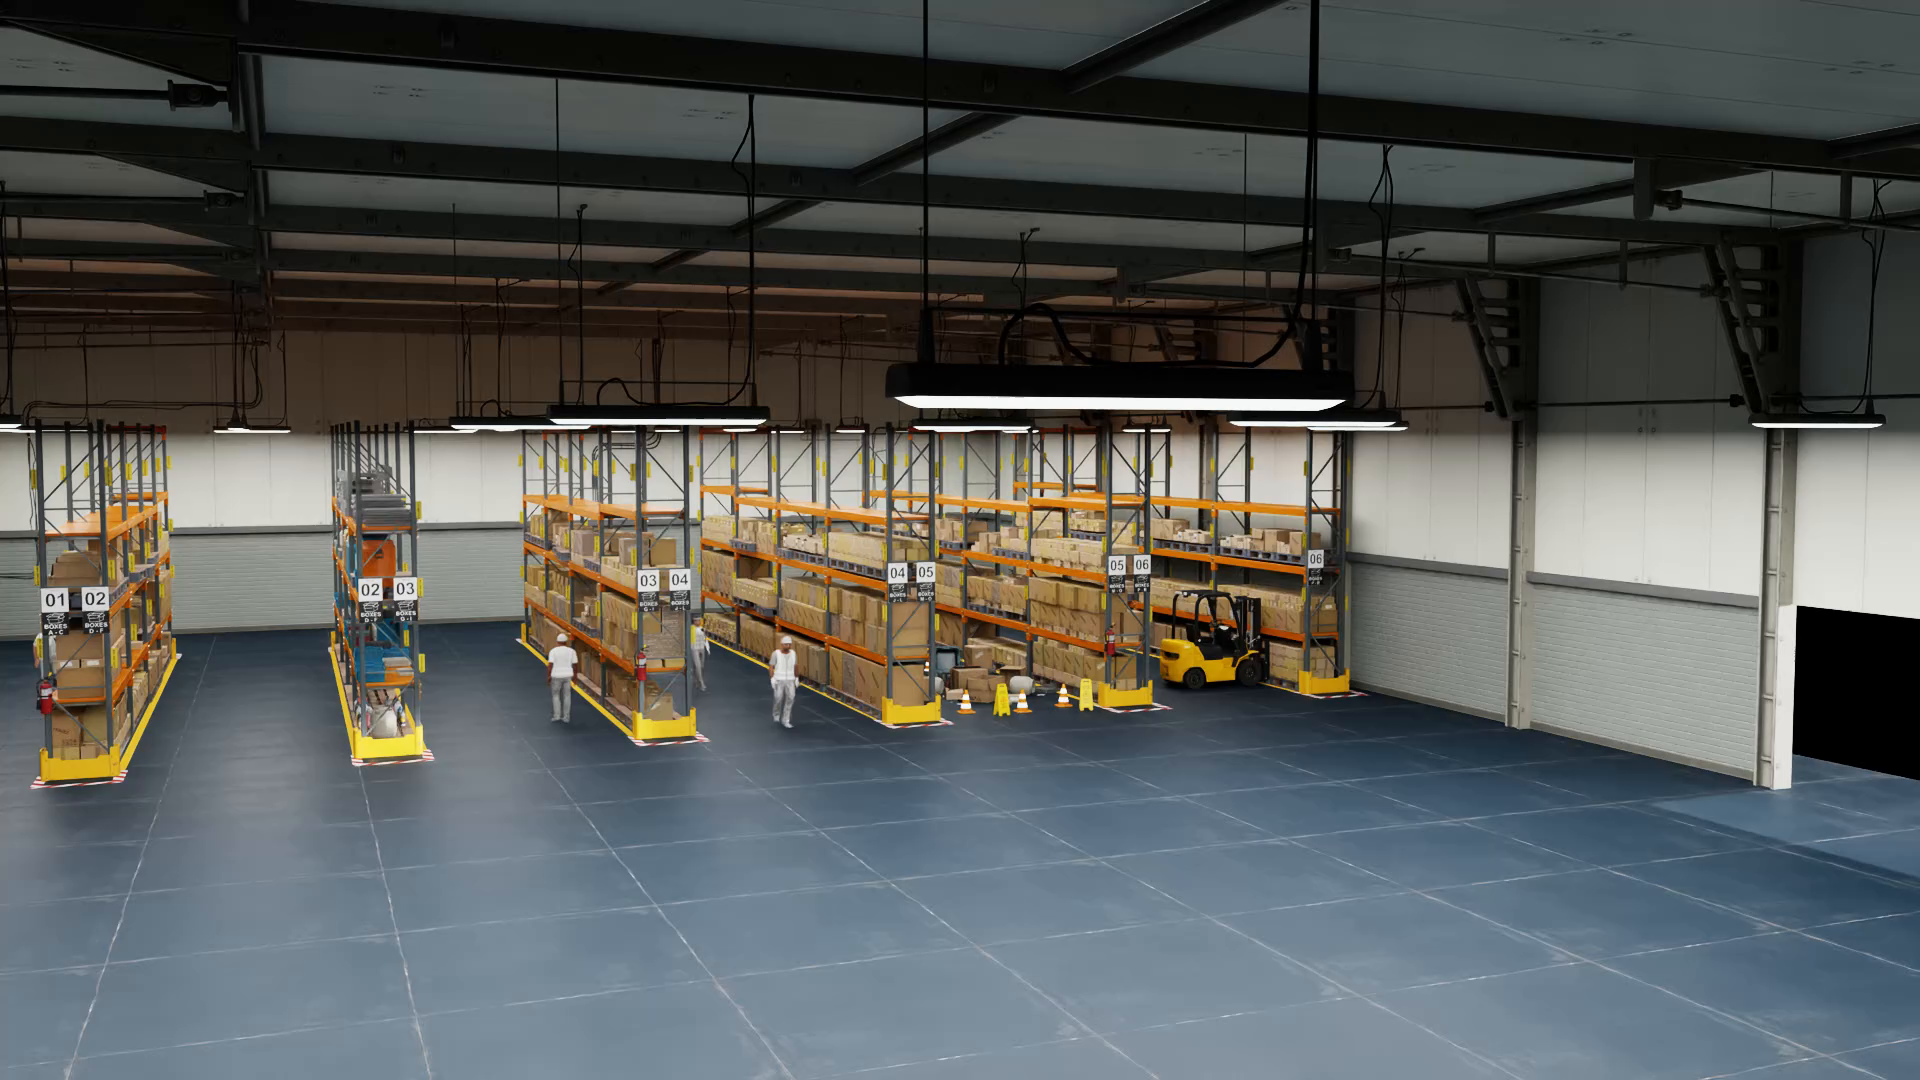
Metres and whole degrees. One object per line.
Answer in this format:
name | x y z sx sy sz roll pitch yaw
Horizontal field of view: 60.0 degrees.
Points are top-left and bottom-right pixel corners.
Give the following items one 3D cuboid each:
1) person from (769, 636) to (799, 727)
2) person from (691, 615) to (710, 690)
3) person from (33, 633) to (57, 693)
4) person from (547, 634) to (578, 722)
person | -3.472 2.809 32.951 0.647 1.811 0.661 -2 4 -26
person | -5.898 2.540 37.830 0.735 1.672 0.516 3 5 43
person | -19.816 2.604 36.192 0.626 1.742 0.637 -2 4 -32
person | -7.969 2.785 33.312 0.625 1.809 0.580 -2 4 -26
